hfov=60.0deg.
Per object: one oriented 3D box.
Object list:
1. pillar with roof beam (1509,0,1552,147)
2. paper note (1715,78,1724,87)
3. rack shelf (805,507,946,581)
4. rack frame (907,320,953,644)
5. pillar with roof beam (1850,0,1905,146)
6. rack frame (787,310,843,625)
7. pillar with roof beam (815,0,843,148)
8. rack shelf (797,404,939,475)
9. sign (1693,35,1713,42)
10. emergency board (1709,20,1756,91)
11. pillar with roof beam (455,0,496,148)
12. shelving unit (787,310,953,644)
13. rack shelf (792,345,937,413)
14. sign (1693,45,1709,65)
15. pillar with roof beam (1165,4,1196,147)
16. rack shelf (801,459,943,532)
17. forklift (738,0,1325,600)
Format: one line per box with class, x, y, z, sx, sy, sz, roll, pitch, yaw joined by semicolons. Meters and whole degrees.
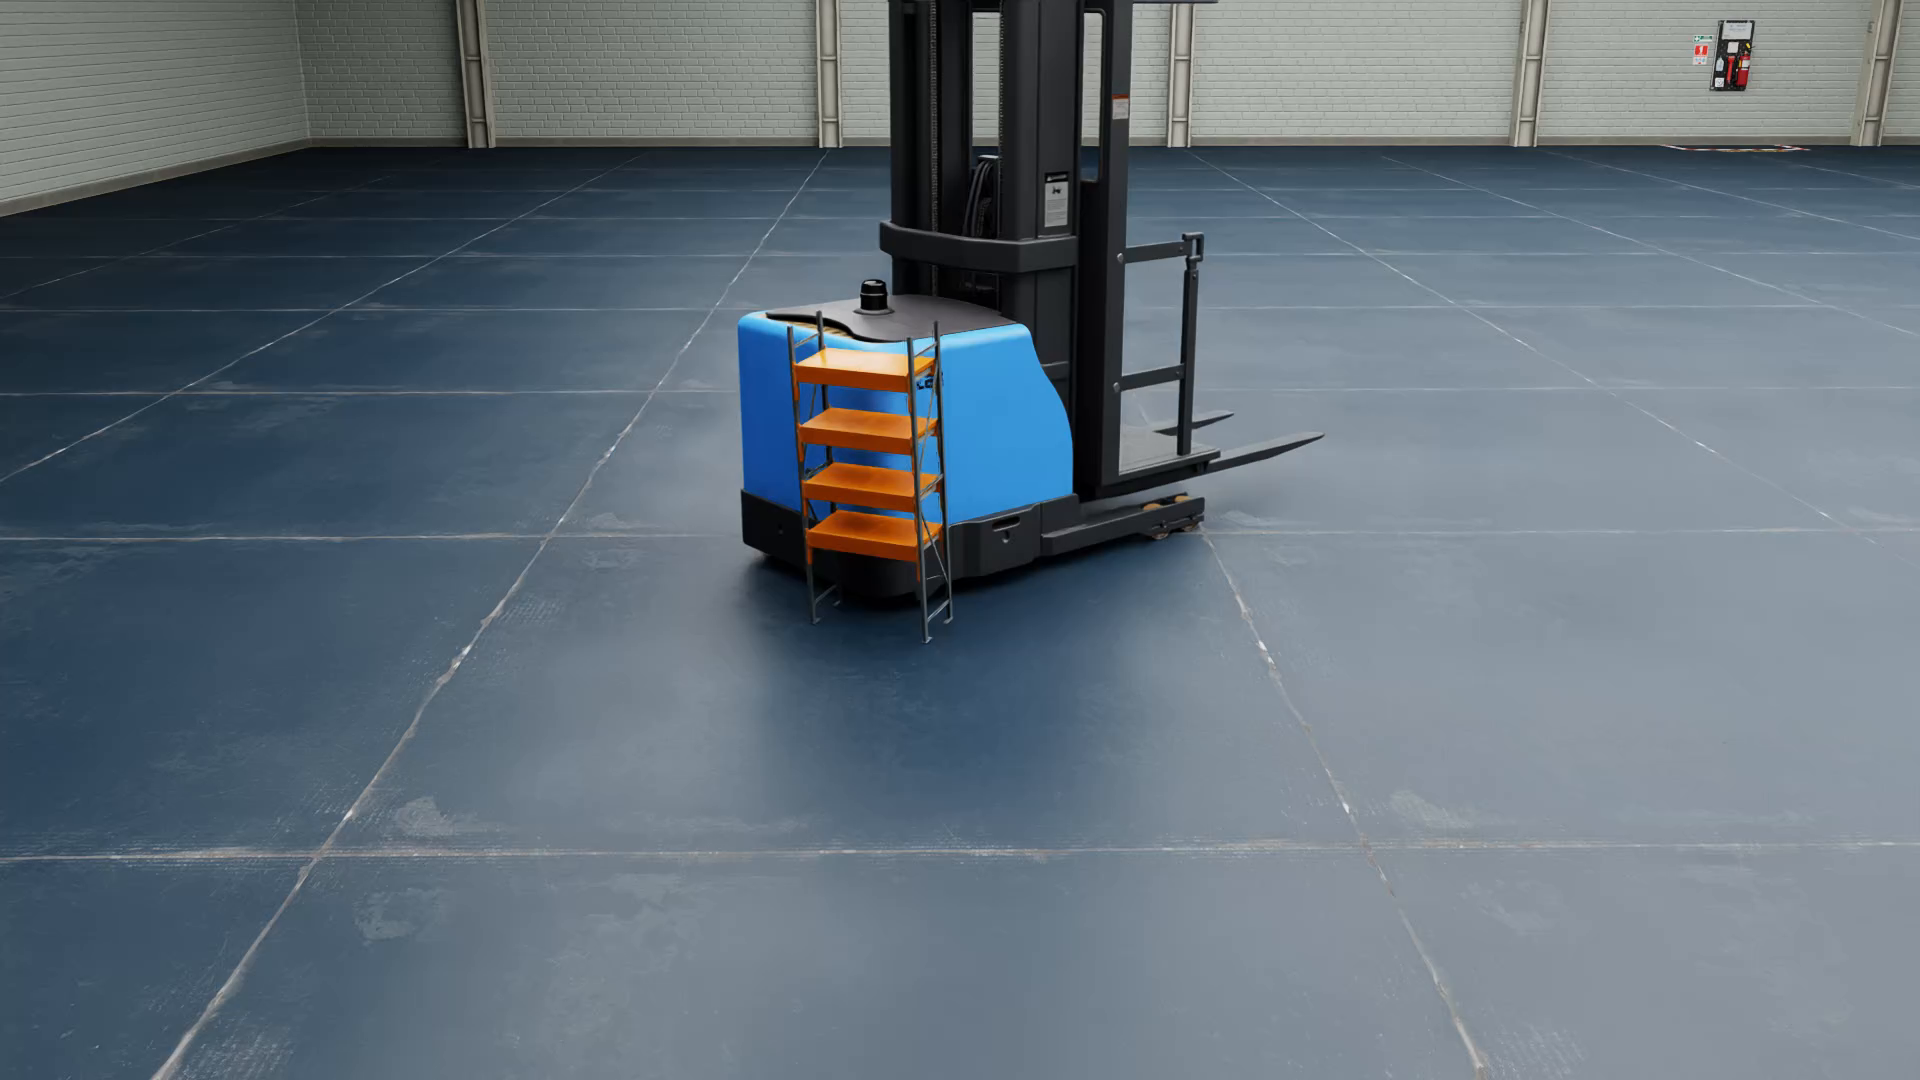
pillar with roof beam;9.842;-9.820;23.427;0.400;9.000;9.100;0;18;-1
paper note;13.123;-7.907;28.729;0.142;0.148;0.016;0;18;-1
rack shelf;-0.320;0.012;6.379;0.480;0.148;0.258;8;25;23
rack frame;-0.109;-0.203;6.180;0.015;1.200;0.240;8;25;23
pillar with roof beam;15.841;-9.849;23.517;0.400;9.000;9.100;0;18;-1
rack frame;-0.552;-0.265;6.375;0.015;1.200;0.240;8;25;23
pillar with roof beam;-2.157;-9.762;23.247;0.400;9.000;9.100;0;18;-1
rack shelf;-0.336;-0.378;6.218;0.480;0.148;0.258;8;25;23
sign;12.752;-8.602;28.527;0.331;0.109;0.001;0;18;-1
emergency board;13.302;-8.307;28.532;0.643;1.169;0.194;0;18;-1
pillar with roof beam;-8.156;-9.733;23.157;0.400;9.000;9.100;0;18;-1
shelving unit;-0.330;-0.234;6.278;0.503;1.200;0.258;8;25;23
rack shelf;-0.345;-0.597;6.128;0.480;0.148;0.258;8;25;23
sign;12.747;-8.353;28.616;0.234;0.329;0.001;0;18;-1
pillar with roof beam;3.842;-9.791;23.337;0.400;9.000;9.100;0;18;-1
rack shelf;-0.328;-0.172;6.303;0.480;0.148;0.258;8;25;23
forklift;0.500;-1.505;7.442;3.031;2.935;1.130;-14;23;-38
